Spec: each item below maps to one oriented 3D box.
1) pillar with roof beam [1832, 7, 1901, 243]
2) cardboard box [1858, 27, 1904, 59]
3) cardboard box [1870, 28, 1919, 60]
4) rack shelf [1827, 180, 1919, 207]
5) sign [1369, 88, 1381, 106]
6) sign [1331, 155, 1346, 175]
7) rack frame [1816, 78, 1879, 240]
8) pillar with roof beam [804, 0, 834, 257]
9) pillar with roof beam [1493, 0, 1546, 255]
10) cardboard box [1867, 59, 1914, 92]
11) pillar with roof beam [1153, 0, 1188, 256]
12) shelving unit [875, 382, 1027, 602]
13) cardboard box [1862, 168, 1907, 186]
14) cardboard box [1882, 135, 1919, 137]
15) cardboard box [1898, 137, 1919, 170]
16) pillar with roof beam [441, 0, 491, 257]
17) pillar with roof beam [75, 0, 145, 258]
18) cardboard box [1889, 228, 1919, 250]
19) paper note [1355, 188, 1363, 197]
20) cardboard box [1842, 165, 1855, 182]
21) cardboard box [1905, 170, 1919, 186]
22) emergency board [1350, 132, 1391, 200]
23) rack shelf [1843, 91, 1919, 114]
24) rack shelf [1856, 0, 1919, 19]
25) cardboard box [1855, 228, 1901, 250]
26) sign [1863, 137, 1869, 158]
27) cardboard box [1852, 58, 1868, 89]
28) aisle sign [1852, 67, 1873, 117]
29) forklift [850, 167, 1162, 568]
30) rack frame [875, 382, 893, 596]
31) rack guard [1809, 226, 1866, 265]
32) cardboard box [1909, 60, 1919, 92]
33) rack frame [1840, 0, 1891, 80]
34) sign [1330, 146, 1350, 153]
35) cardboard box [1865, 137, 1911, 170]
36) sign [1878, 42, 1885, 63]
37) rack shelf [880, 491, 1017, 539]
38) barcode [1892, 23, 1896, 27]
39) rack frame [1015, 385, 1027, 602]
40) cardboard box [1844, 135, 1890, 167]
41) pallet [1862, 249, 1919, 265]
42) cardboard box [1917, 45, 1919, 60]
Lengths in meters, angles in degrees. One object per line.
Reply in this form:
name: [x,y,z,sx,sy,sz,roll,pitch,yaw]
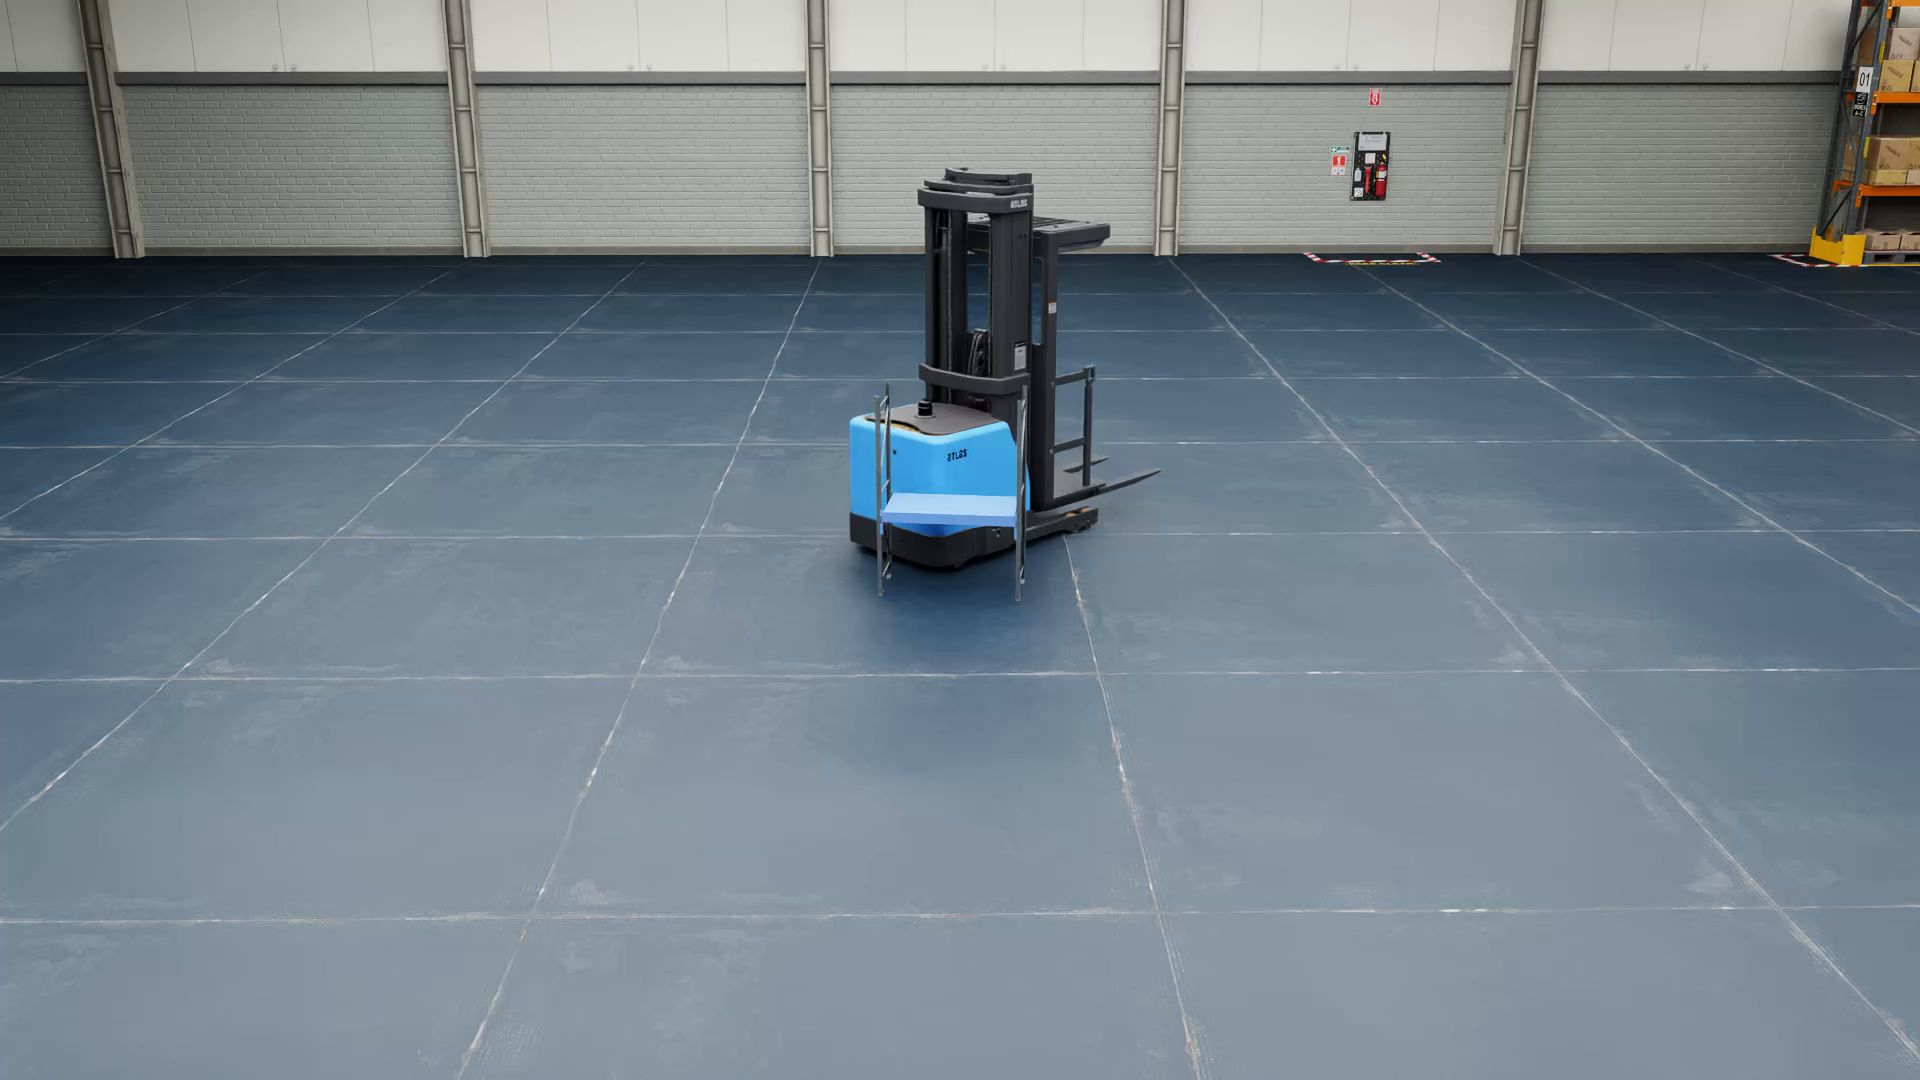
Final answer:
pillar with roof beam: [15.665,-8.030,23.849,0.400,9.000,9.100,0,18,-1]
cardboard box: [15.338,-8.264,27.656,0.500,0.500,0.500,1,18,2]
cardboard box: [15.300,-8.110,27.175,0.500,0.500,0.500,-2,18,-5]
rack shelf: [16.911,-5.888,28.170,4.000,0.370,1.077,0,18,-1]
sign: [7.117,-7.594,28.513,0.199,0.298,0.001,0,18,-1]
sign: [6.572,-6.505,28.857,0.234,0.329,0.001,0,18,-1]
rack frame: [14.911,-6.221,28.030,0.127,3.000,1.000,0,18,-1]
pillar with roof beam: [-2.332,-7.944,23.578,0.400,9.000,9.100,0,18,-1]
pillar with roof beam: [9.666,-8.001,23.758,0.400,9.000,9.100,0,18,-1]
cardboard box: [15.249,-7.632,27.320,0.500,0.500,0.500,0,18,1]
pillar with roof beam: [3.667,-7.972,23.668,0.400,9.000,9.100,0,18,-1]
shelving unit: [-0.056,-0.359,12.210,1.048,1.500,0.538,2,18,6]
cardboard box: [15.404,-6.064,27.755,0.500,0.250,0.500,-1,18,-2]
cardboard box: [15.883,-6.583,28.143,0.500,0.500,0.500,0,18,0]
cardboard box: [15.888,-6.426,27.654,0.500,0.500,0.500,0,18,-1]
pillar with roof beam: [-8.332,-7.915,23.488,0.400,9.000,9.100,0,18,-1]
pillar with roof beam: [-14.331,-7.886,23.398,0.400,9.000,9.100,0,18,-1]
cardboard box: [16.174,-5.129,28.306,0.500,0.311,0.500,1,18,4]
paper note: [6.949,-6.060,28.970,0.142,0.148,0.016,0,18,-1]
cardboard box: [15.376,-6.221,28.241,0.500,0.250,0.500,0,18,0]
cardboard box: [15.923,-6.071,27.776,0.500,0.250,0.500,-1,18,-3]
emergency board: [7.127,-6.459,28.773,0.643,1.169,0.194,0,18,-1]
rack shelf: [16.911,-7.316,27.711,4.000,0.370,1.077,0,18,-1]
rack shelf: [16.911,-8.743,27.254,4.000,0.370,1.077,0,18,-1]
cardboard box: [15.604,-5.126,28.298,0.500,0.311,0.500,-2,18,-7]
sign: [14.920,-6.467,27.381,0.005,0.325,0.100,0,18,-1]
cardboard box: [15.324,-7.786,27.801,0.500,0.500,0.500,1,18,3]
aisle sign: [14.844,-7.367,27.346,0.004,0.787,0.394,0,18,-1]
forklift: [0.508,-1.550,13.582,1.130,2.935,3.031,17,24,42]
rack frame: [-0.561,-0.377,12.266,0.032,1.500,0.500,2,18,6]
rack guard: [14.987,-5.031,28.413,0.348,0.500,1.175,0,18,-1]
cardboard box: [15.787,-7.623,27.294,0.500,0.500,0.500,1,18,3]
rack frame: [14.911,-9.078,27.113,0.127,3.000,1.000,0,18,-1]
sign: [6.577,-6.755,28.768,0.331,0.109,0.001,0,18,-1]
cardboard box: [15.393,-6.427,27.656,0.500,0.500,0.500,0,18,-1]
sign: [14.920,-7.900,26.921,0.005,0.325,0.100,0,18,-1]
rack shelf: [-0.056,-0.187,12.265,1.000,0.185,0.538,2,18,6]
barcode: [15.613,-8.615,27.799,0.075,0.075,0.001,0,18,-1]
rack frame: [0.449,-0.341,12.154,0.032,1.500,0.500,2,18,6]
cardboard box: [15.379,-6.583,28.144,0.500,0.500,0.500,0,18,-1]
pallet: [15.800,-4.887,28.435,1.213,0.211,1.003,0,18,-1]
cardboard box: [15.803,-8.097,27.134,0.500,0.500,0.500,0,18,-1]
